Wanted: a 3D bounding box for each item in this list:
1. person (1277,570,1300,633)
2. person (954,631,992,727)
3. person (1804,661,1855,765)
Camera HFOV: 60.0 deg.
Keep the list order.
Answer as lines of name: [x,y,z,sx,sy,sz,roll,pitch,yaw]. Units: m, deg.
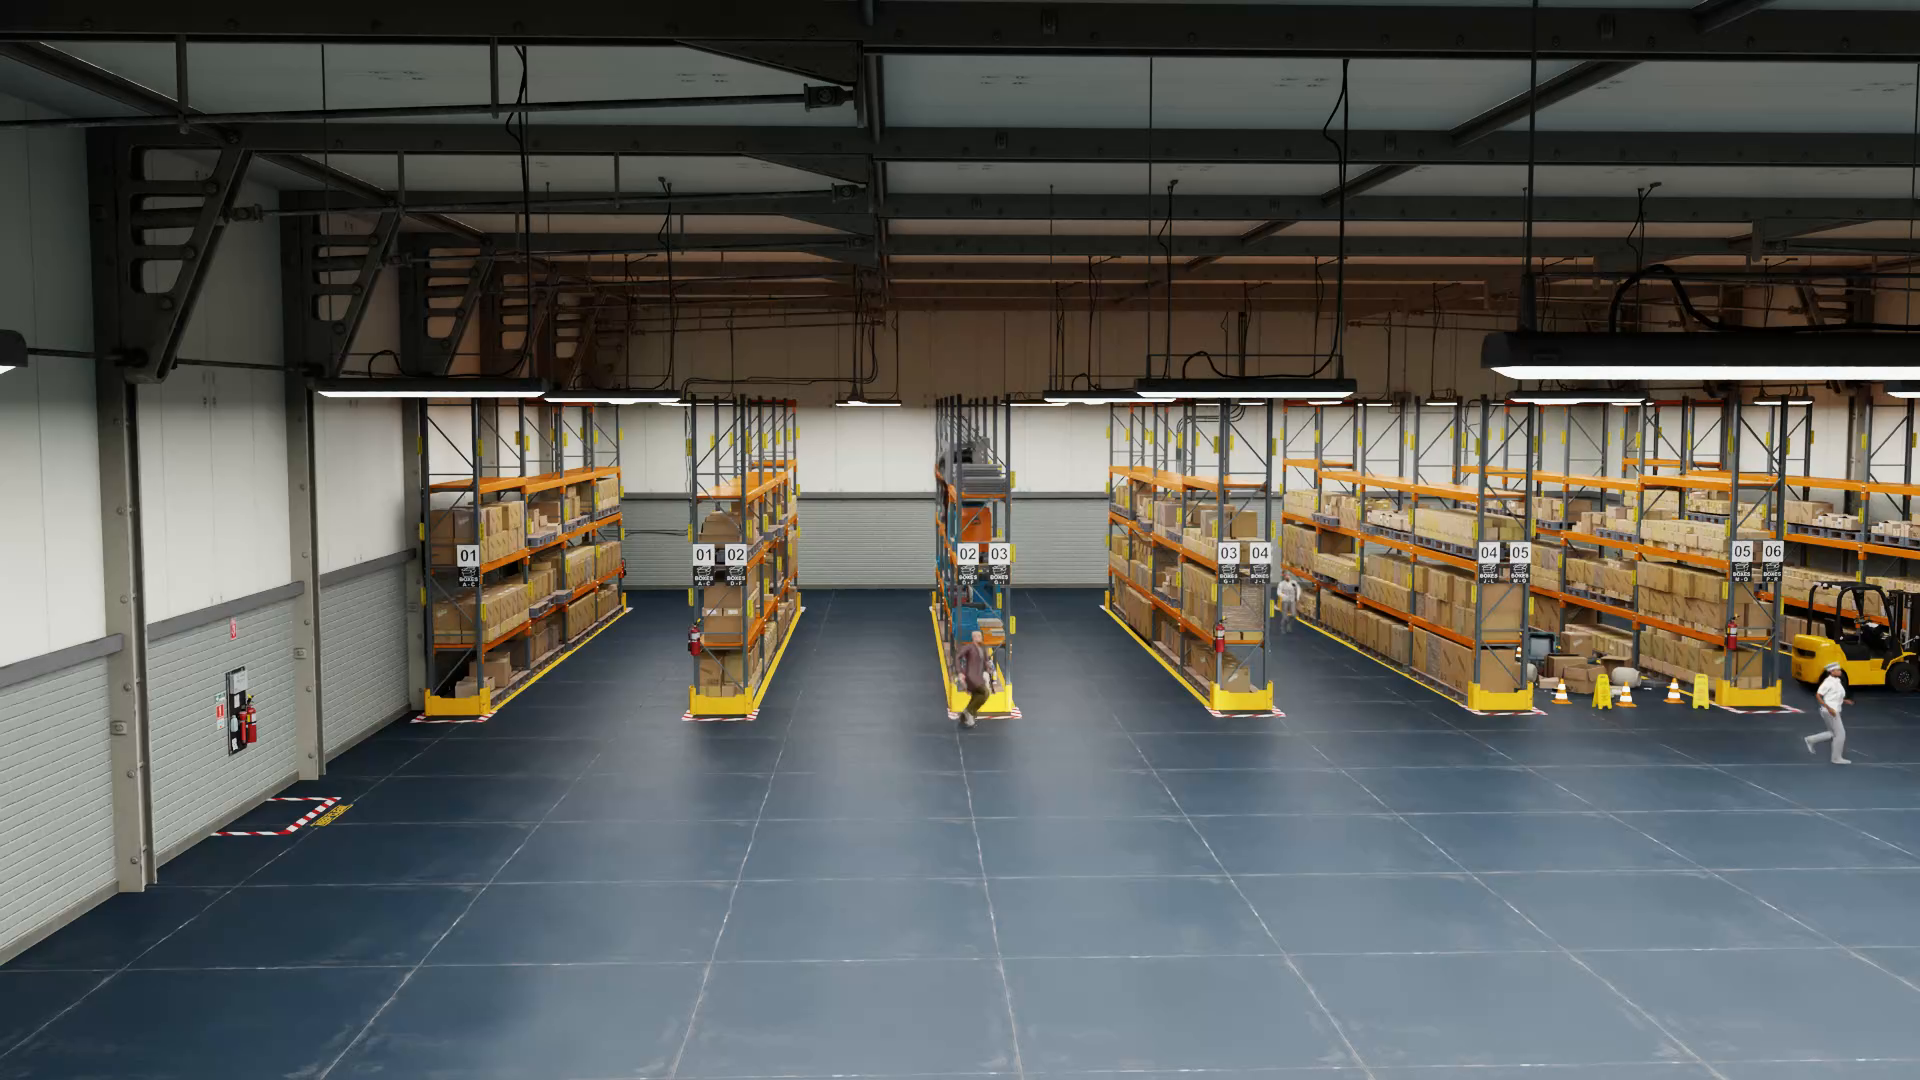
person: [8.355,1.567,42.215,0.634,1.651,0.728,0,4,1]
person: [0.315,2.498,29.984,0.645,1.704,0.707,3,5,34]
person: [14.058,2.771,26.894,0.715,1.665,0.576,4,6,42]
